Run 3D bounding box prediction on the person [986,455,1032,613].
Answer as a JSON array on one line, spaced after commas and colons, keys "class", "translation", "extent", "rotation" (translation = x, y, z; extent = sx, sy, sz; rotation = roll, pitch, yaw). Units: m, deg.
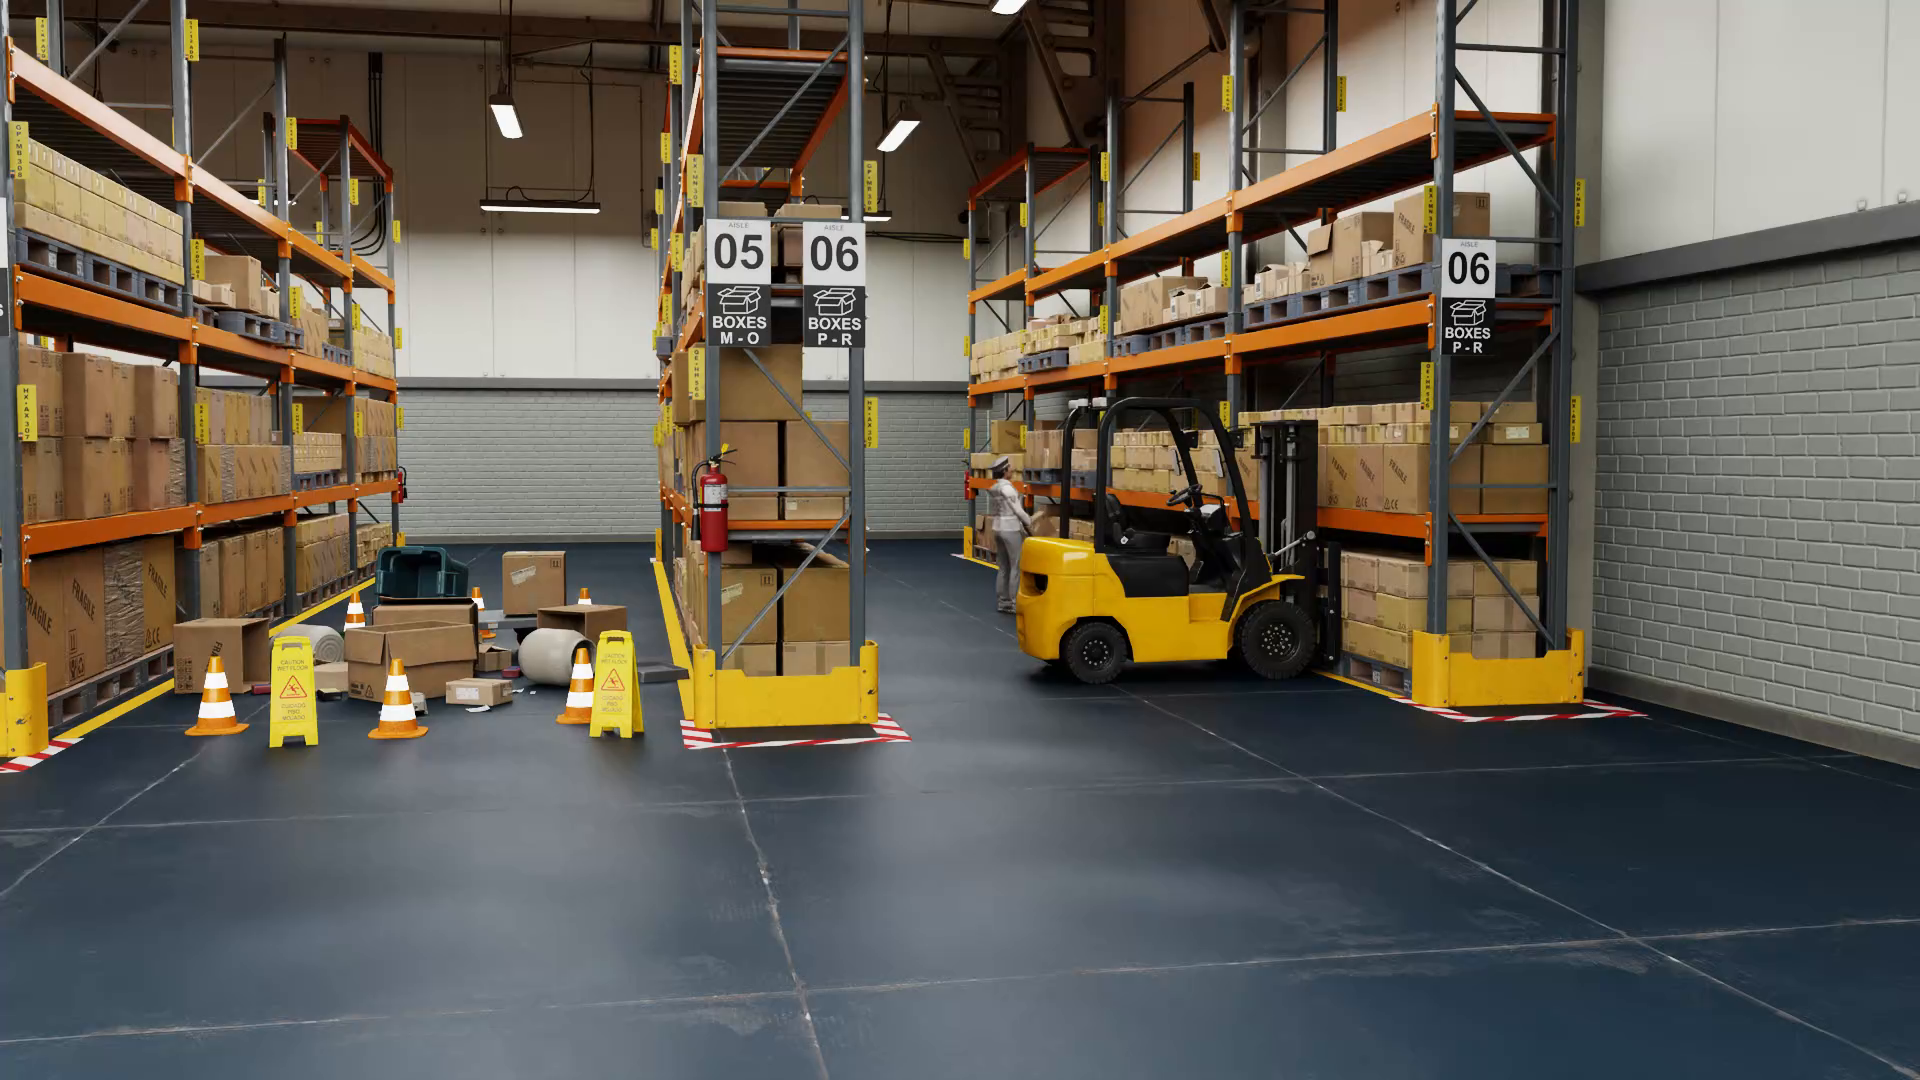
[{"class": "person", "translation": [0.559, -0.066, 17.996], "extent": [0.535, 1.701, 0.511], "rotation": [-1, 3, -23]}]
